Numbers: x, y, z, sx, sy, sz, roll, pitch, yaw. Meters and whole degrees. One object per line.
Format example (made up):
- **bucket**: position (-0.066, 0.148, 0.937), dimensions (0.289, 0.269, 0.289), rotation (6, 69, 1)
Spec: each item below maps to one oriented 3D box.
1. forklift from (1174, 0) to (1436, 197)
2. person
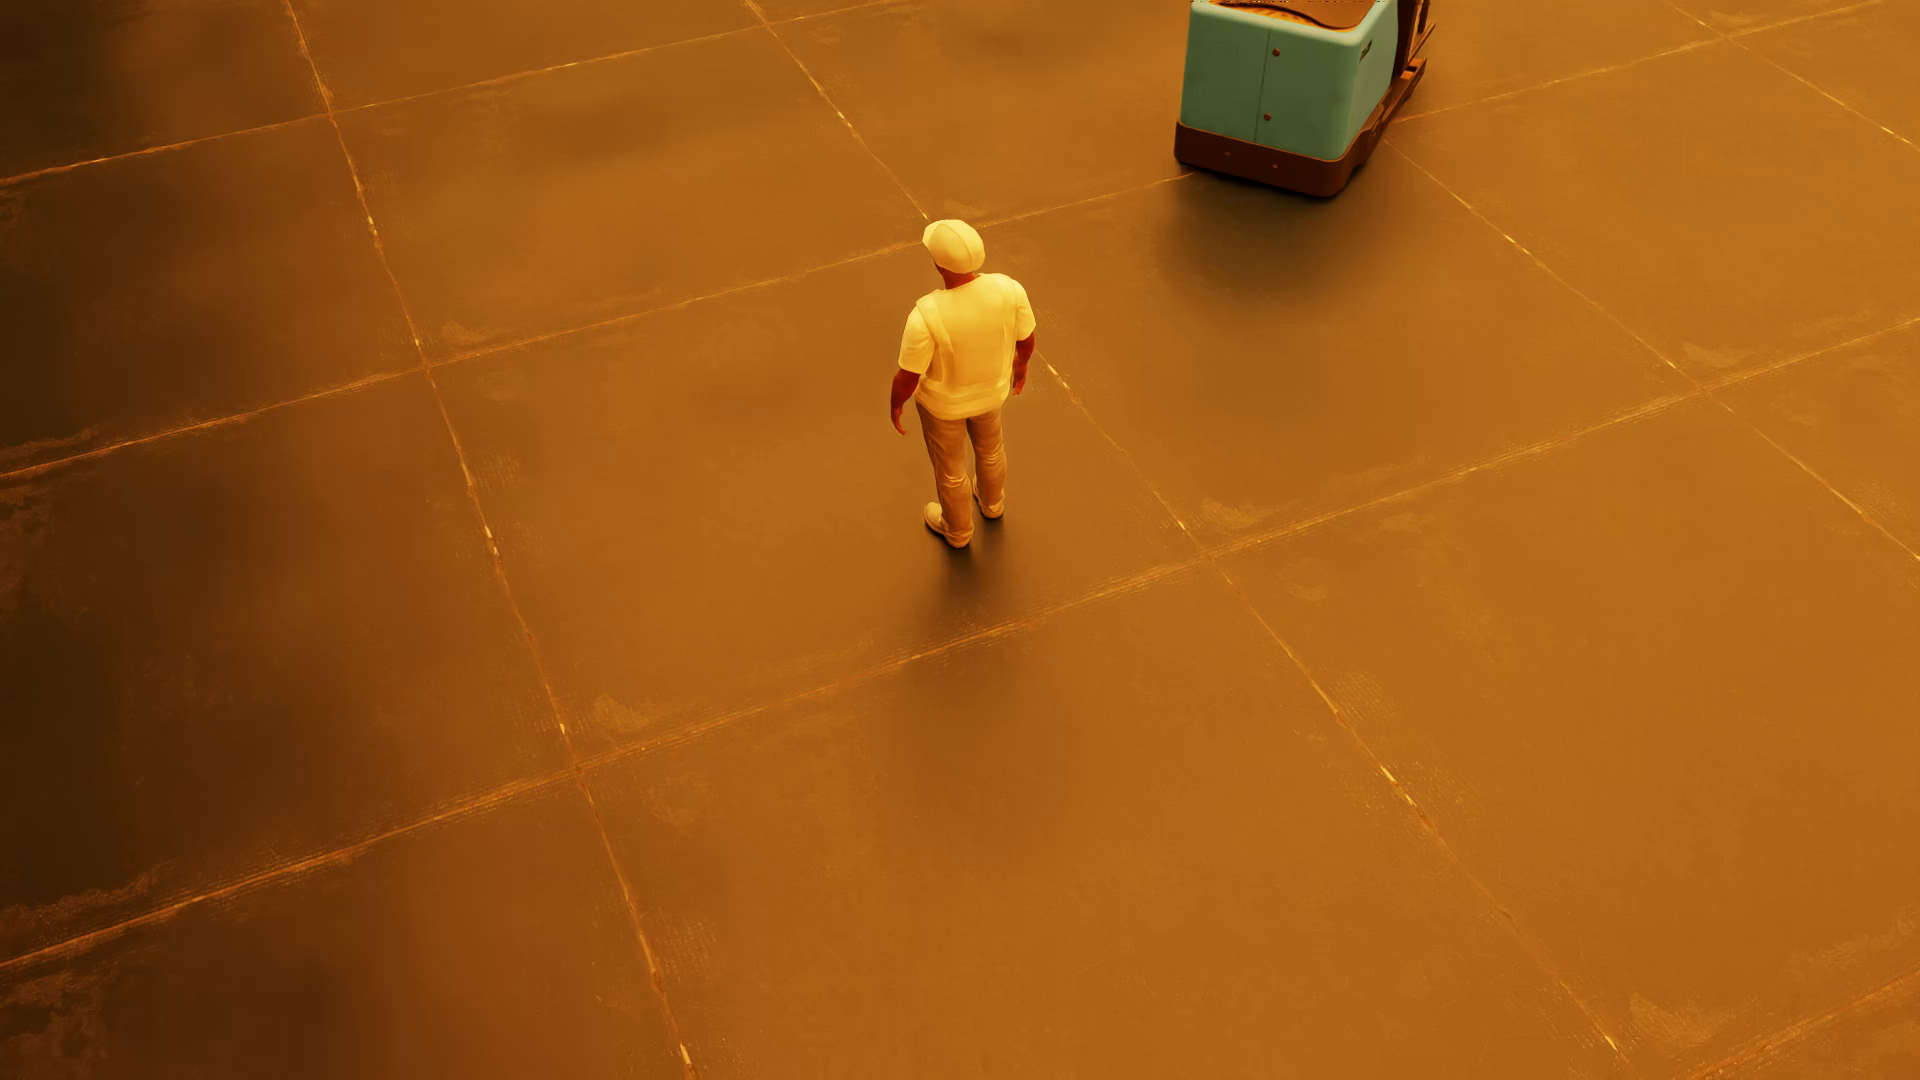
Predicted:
- **forklift**: position (2.447, -4.121, 10.096), dimensions (1.130, 2.935, 3.031), rotation (20, 46, 20)
- **person**: position (-0.023, -0.696, 7.269), dimensions (0.665, 1.765, 0.577), rotation (-18, 46, -18)
